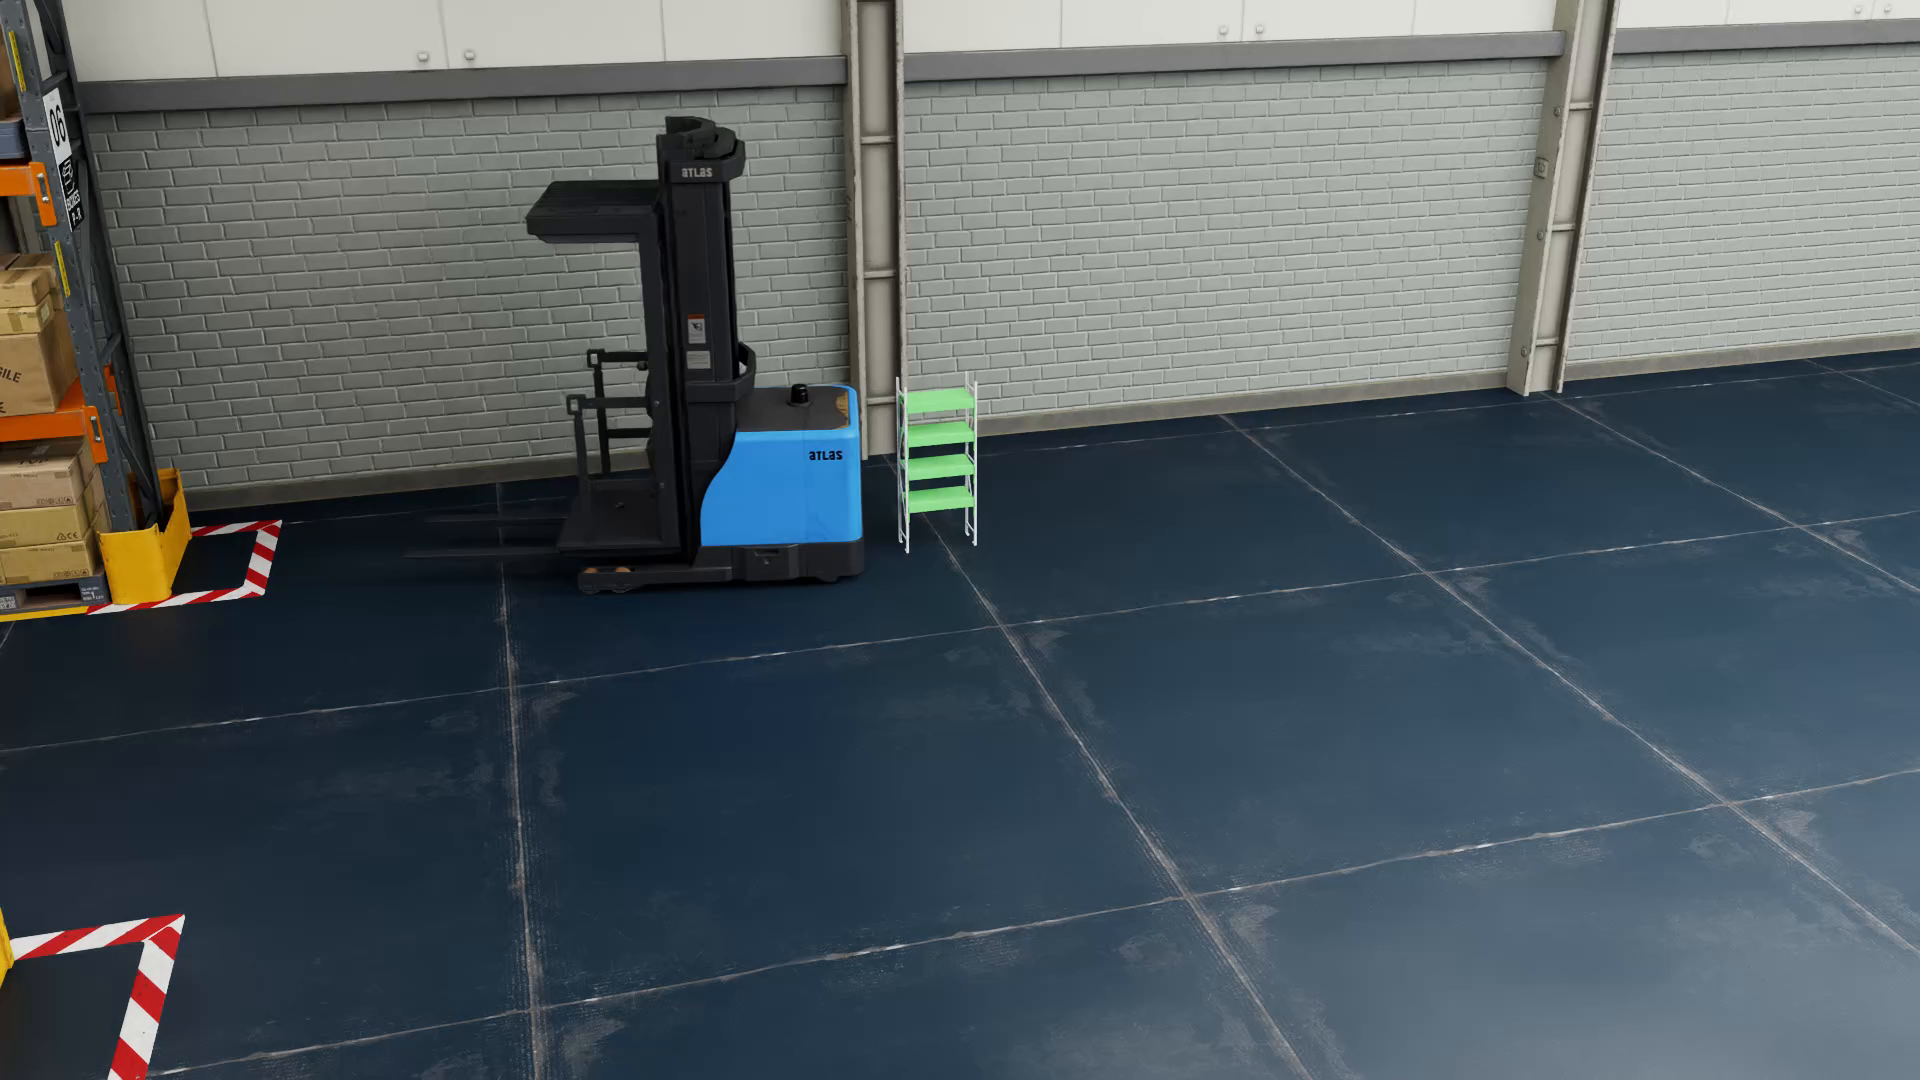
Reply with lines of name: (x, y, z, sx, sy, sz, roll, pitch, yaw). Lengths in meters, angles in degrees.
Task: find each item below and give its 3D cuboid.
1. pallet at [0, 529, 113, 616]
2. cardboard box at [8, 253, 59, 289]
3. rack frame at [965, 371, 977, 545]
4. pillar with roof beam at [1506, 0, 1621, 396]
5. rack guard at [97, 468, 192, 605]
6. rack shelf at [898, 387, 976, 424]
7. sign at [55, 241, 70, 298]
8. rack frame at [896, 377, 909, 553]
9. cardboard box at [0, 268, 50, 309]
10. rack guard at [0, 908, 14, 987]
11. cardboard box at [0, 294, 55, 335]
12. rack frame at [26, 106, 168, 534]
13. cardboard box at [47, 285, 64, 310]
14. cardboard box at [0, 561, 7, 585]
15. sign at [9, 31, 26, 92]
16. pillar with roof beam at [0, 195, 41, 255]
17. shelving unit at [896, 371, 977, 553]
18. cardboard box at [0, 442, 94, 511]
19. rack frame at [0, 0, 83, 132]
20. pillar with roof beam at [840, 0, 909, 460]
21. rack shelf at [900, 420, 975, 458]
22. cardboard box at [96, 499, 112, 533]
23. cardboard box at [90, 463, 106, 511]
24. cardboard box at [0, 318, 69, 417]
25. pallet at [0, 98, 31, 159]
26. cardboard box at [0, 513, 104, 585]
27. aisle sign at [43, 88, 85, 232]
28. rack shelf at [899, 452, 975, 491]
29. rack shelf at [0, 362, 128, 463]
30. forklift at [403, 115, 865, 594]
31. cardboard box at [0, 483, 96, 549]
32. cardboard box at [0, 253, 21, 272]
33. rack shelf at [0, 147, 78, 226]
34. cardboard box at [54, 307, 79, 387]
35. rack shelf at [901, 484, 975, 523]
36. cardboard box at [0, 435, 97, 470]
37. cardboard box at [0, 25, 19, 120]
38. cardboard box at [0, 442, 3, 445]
pallet: (-6.228, 0.192, 11.034, 1.213, 0.211, 1.003, -6, 24, -14)
cardboard box: (-5.884, -1.712, 10.610, 0.250, 0.149, 0.380, -7, 24, -15)
rack frame: (0.076, -0.560, 11.533, 0.015, 1.200, 0.240, -6, 24, -14)
pillar with roof beam: (6.300, -3.855, 9.322, 0.400, 9.000, 9.100, -6, 24, -14)
rack guard: (-5.480, -0.040, 11.210, 0.348, 0.500, 1.175, -6, 24, -14)
rack shelf: (-0.159, -0.916, 11.308, 0.480, 0.148, 0.258, -6, 24, -14)
sign: (-5.370, -1.620, 9.952, 0.005, 0.325, 0.100, -6, 24, -14)
rack frame: (-0.394, -0.508, 11.412, 0.015, 1.200, 0.240, -6, 24, -14)
cardboard box: (-5.791, -1.549, 10.229, 0.250, 0.149, 0.380, -6, 24, -14)
rack guard: (-4.232, 1.855, 6.794, 0.348, 0.500, 1.175, -6, 24, -14)
cardboard box: (-5.761, -1.387, 10.229, 0.250, 0.149, 0.380, -6, 24, -14)
rack frame: (-5.503, -1.186, 10.711, 0.127, 3.000, 1.000, -6, 24, -14)
cardboard box: (-5.900, -1.593, 10.708, 0.250, 0.149, 0.380, -7, 24, -16)
cardboard box: (-6.352, 0.104, 10.659, 0.500, 0.250, 0.500, -6, 24, -14)
sign: (-5.370, -2.728, 9.477, 0.005, 0.325, 0.100, -6, 24, -14)
pillar with roof beam: (-5.254, -2.577, 6.343, 0.400, 9.000, 9.100, -6, 24, -14)
shelving unit: (-0.159, -0.534, 11.472, 0.503, 1.200, 0.258, -6, 24, -14)
cardboard box: (-5.862, -0.408, 10.583, 0.500, 0.250, 0.500, -5, 24, -13)
rack frame: (-5.503, -3.943, 9.528, 0.127, 3.000, 1.000, -6, 24, -14)
pillar with roof beam: (0.523, -3.216, 7.833, 0.400, 9.000, 9.100, -6, 24, -14)
rack shelf: (-0.159, -0.696, 11.403, 0.480, 0.148, 0.258, -6, 24, -14)
cardboard box: (-6.029, -0.138, 11.221, 0.500, 0.250, 0.500, -6, 24, -14)
cardboard box: (-6.012, -0.374, 11.139, 0.500, 0.250, 0.500, -6, 24, -13)
cardboard box: (-5.906, -1.080, 10.336, 0.500, 0.500, 0.500, -7, 24, -16)
pallet: (-6.191, -2.459, 9.984, 1.213, 0.211, 1.003, -6, 24, -14)
cardboard box: (-5.870, 0.054, 10.774, 0.500, 0.250, 0.500, -6, 24, -14)
aisle sign: (-5.361, -2.276, 9.955, 0.004, 0.787, 0.394, -6, 24, -14)
rack shelf: (-0.159, -0.475, 11.497, 0.480, 0.148, 0.258, -6, 24, -14)
rack shelf: (-7.429, -0.643, 10.356, 4.000, 0.370, 1.077, -6, 24, -14)
forklift: (-2.180, -1.209, 10.850, 3.031, 2.935, 1.130, -2, 23, -4)
cardboard box: (-5.888, -0.175, 10.674, 0.500, 0.250, 0.500, -7, 24, -15)
cardboard box: (-6.157, -1.708, 10.599, 0.250, 0.149, 0.380, -5, 24, -13)
rack shelf: (-7.429, -2.021, 9.765, 4.000, 0.370, 1.077, -6, 24, -14)
cardboard box: (-6.055, -1.285, 10.814, 0.500, 0.500, 0.500, -6, 24, -13)
rack shelf: (-0.159, -0.254, 11.592, 0.480, 0.148, 0.258, -6, 24, -14)
cardboard box: (-6.017, -0.596, 11.021, 0.500, 0.250, 0.500, -7, 24, -15)
cardboard box: (-5.864, -2.710, 9.671, 0.500, 0.500, 0.500, -6, 24, -13)
cardboard box: (-6.497, -0.541, 10.894, 0.500, 0.250, 0.500, -6, 24, -14)
